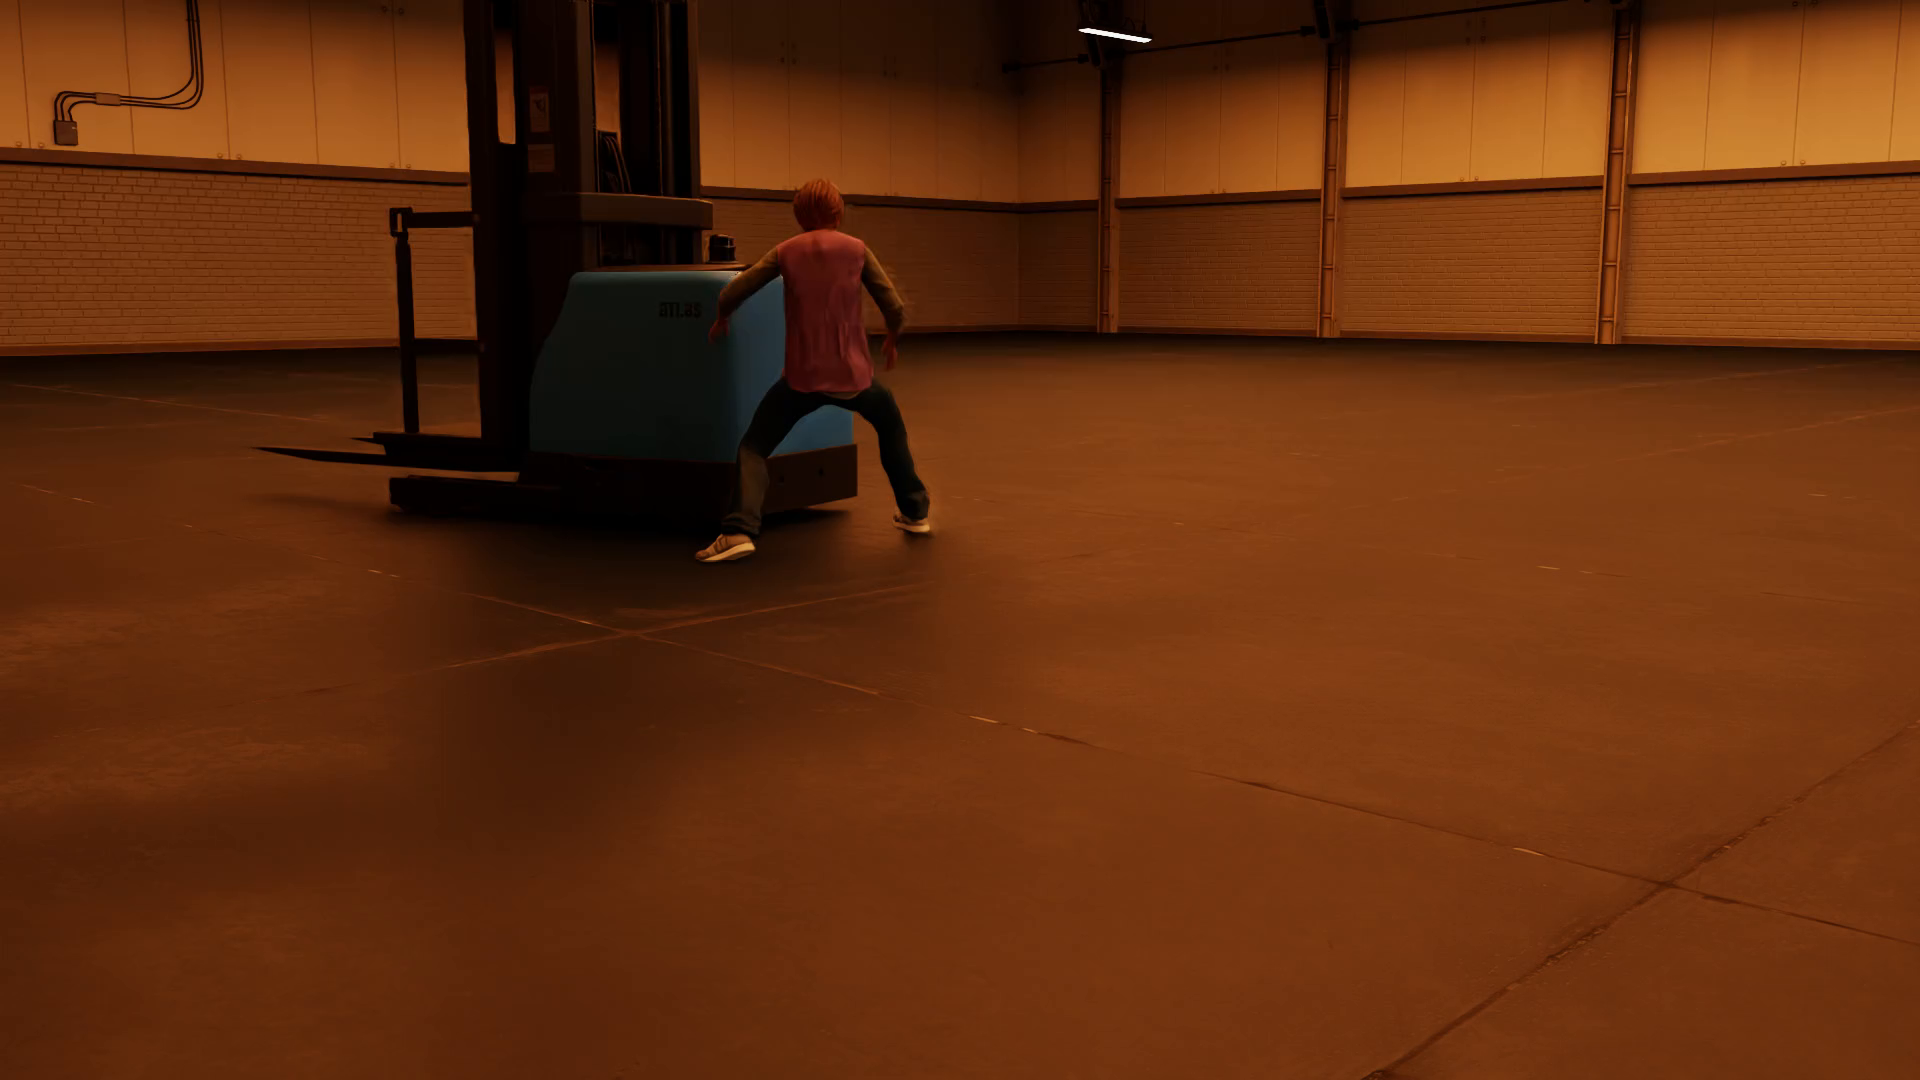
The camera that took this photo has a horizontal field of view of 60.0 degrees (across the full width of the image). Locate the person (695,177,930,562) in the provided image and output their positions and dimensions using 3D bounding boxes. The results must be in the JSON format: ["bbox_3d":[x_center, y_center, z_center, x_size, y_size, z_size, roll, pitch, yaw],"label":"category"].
[{"bbox_3d":[-0.562,-0.668,6.475,0.925,1.451,0.874,-1,9,-5],"label":"person"}]

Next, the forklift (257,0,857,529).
[{"bbox_3d":[-2.011,-1.625,7.664,3.031,2.935,1.130,5,10,28],"label":"forklift"}]
